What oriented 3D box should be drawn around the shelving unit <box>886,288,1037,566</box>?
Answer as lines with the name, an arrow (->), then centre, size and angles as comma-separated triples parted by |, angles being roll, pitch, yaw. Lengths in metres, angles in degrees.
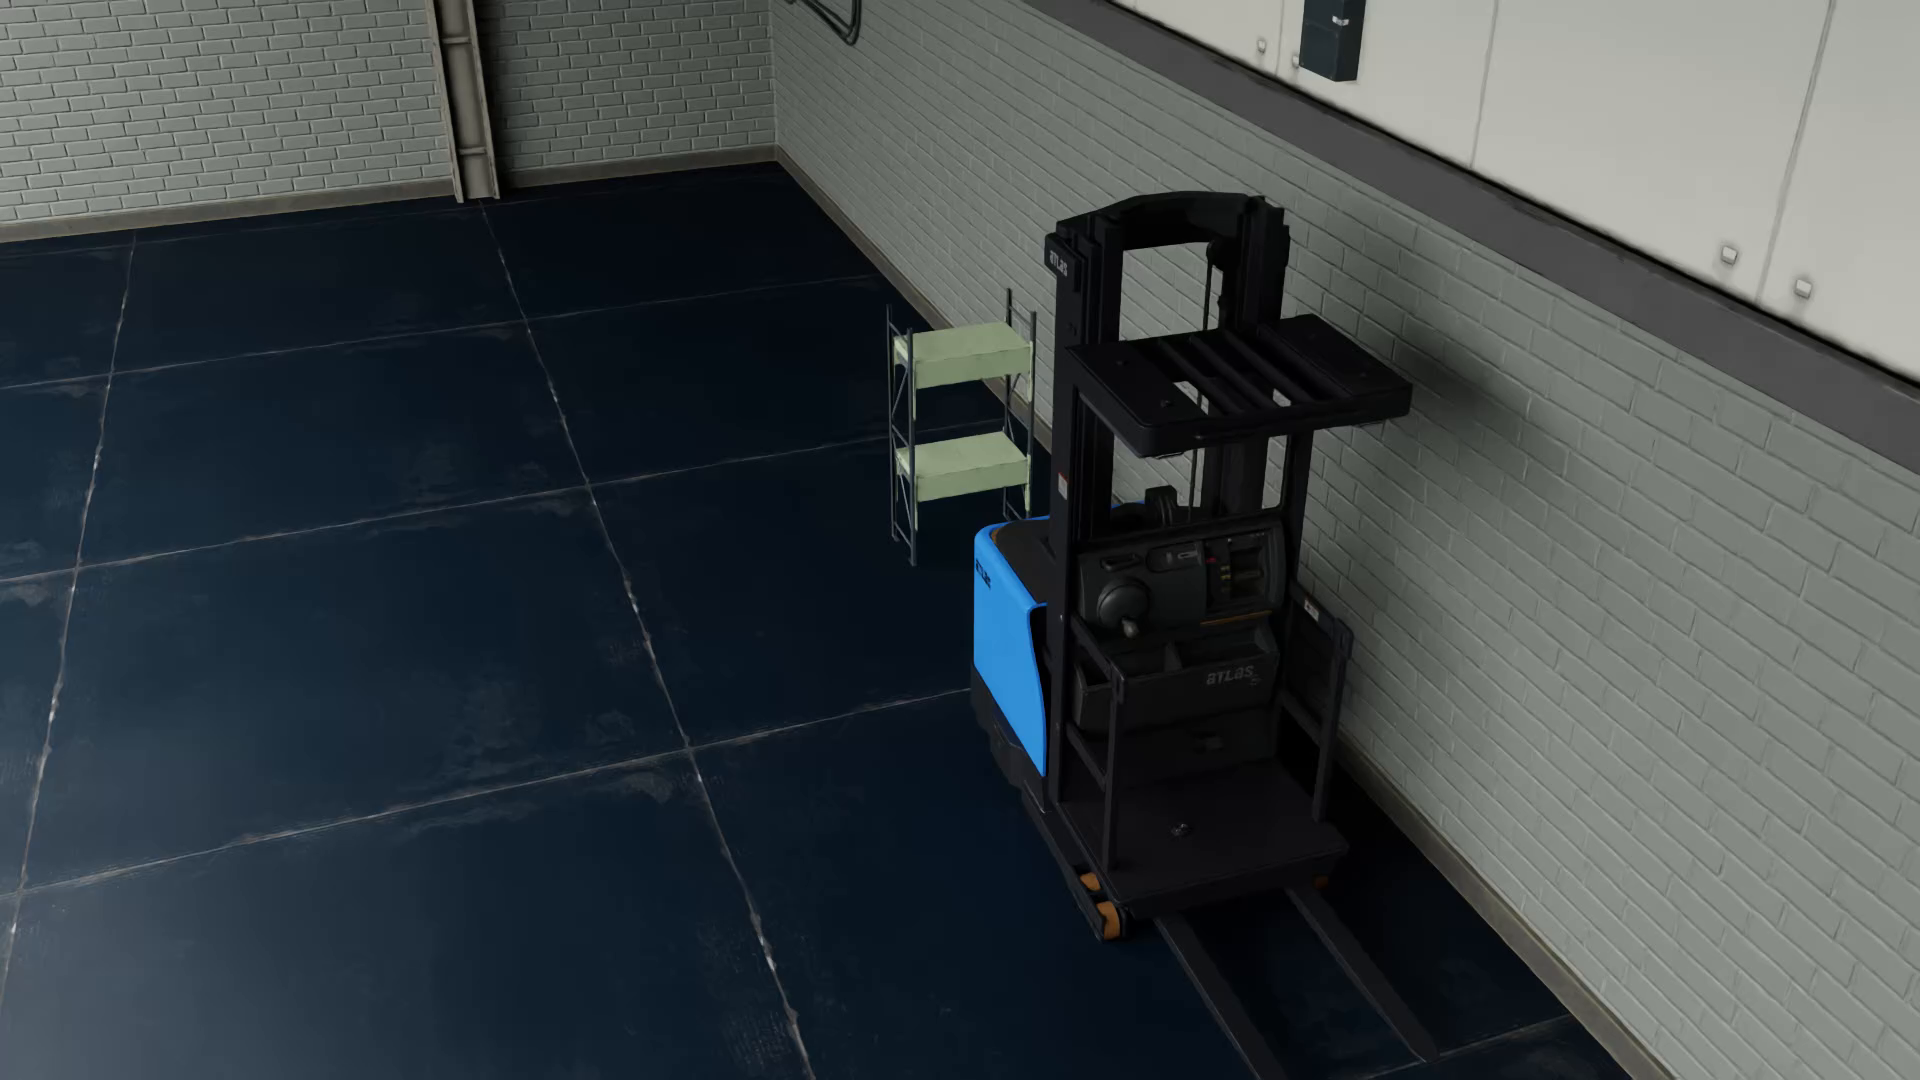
shelving unit -> 0.006, -0.653, 9.731 | 0.755, 1.500, 0.431 | -10, 31, -18

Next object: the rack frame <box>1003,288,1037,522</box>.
rack frame -> 0.349, -0.716, 9.842 | 0.023, 1.500, 0.400 | -10, 31, -18

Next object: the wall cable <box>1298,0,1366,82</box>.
wall cable -> 1.917, -4.157, 4.872 | 0.169, 6.003, 2.305 | -10, 31, -18

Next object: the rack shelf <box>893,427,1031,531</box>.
rack shelf -> 0.006, -0.370, 9.893 | 0.720, 0.370, 0.431 | -10, 31, -18

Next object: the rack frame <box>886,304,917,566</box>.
rack frame -> -0.337, -0.590, 9.620 | 0.023, 1.500, 0.400 | -10, 31, -18

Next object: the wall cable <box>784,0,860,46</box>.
wall cable -> -1.378, -5.738, 14.218 | 0.112, 2.526, 3.097 | -10, 31, -18

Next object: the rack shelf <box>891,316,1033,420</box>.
rack shelf -> 0.006, -0.992, 9.538 | 0.720, 0.370, 0.431 | -10, 31, -18

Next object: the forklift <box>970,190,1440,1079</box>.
forklift -> 1.004, 0.209, 6.773 | 1.130, 2.935, 3.031 | -9, 31, -16

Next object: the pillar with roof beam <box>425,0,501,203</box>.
pillar with roof beam -> -3.099, -5.195, 10.128 | 0.400, 9.000, 9.100 | -10, 31, -18
